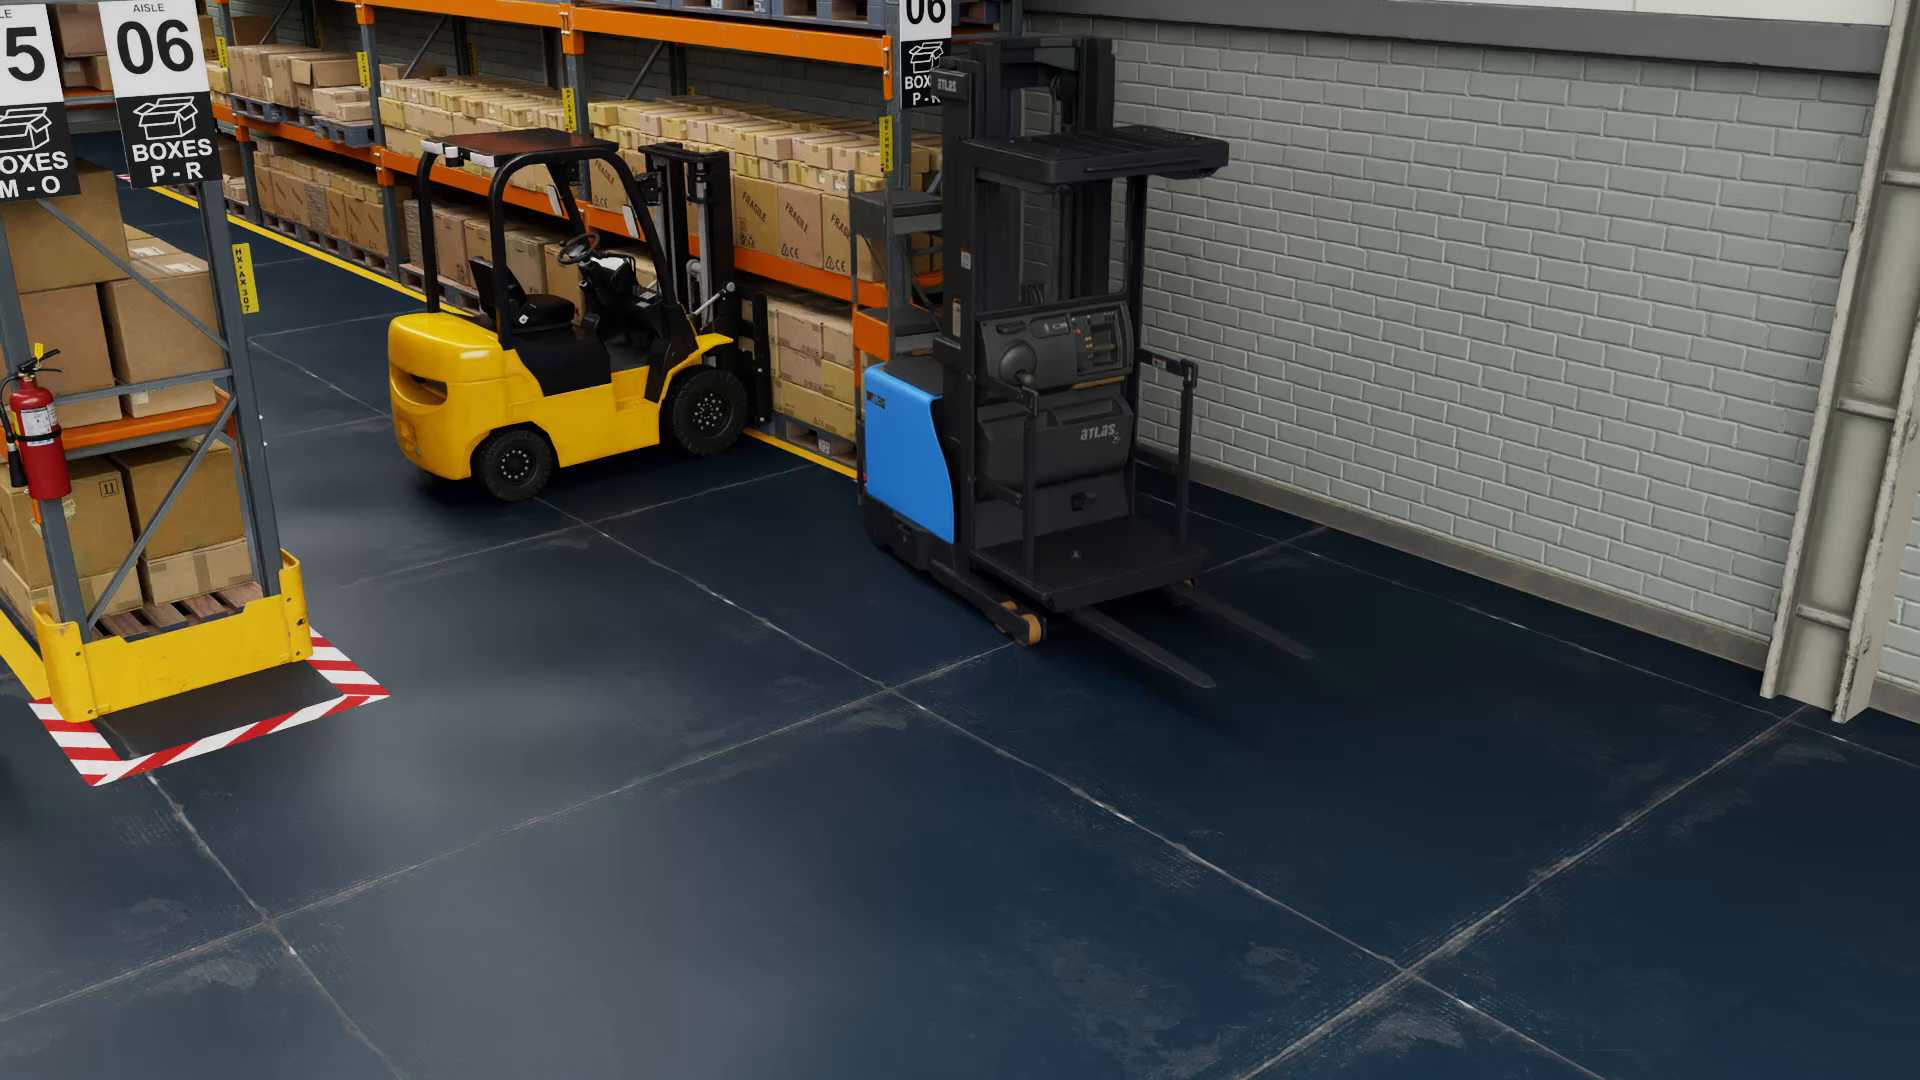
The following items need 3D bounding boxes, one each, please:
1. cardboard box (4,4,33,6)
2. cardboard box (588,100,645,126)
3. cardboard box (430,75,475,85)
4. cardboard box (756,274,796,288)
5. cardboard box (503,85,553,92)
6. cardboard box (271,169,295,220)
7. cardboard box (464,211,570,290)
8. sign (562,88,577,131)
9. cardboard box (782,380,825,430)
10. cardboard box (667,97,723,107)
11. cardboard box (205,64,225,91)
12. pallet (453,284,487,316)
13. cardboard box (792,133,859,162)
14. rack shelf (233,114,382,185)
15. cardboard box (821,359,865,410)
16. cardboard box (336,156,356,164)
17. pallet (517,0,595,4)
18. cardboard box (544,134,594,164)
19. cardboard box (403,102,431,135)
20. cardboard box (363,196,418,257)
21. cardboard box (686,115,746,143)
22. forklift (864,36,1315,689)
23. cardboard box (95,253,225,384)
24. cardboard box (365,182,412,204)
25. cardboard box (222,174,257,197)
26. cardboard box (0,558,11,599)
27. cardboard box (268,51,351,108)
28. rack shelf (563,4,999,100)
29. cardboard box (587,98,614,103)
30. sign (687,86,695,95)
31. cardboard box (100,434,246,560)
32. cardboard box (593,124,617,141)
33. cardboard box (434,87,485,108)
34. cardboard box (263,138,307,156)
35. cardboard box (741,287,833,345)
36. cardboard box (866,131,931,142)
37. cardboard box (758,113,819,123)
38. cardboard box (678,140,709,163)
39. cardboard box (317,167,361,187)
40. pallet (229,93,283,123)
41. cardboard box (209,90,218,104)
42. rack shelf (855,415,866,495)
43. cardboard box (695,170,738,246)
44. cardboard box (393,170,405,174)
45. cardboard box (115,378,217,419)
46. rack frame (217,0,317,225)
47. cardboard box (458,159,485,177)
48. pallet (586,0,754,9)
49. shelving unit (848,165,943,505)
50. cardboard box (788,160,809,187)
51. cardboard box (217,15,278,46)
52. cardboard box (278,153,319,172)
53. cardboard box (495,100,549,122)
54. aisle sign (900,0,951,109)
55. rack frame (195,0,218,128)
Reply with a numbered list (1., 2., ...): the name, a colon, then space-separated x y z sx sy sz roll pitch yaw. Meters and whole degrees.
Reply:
1. cardboard box: -4.320 -2.238 7.269 0.500 0.250 0.500 -18 28 -38
2. cardboard box: -2.652 -3.311 12.891 0.380 0.149 0.250 -17 27 -36
3. cardboard box: -4.881 -4.395 16.066 0.380 0.149 0.250 -16 27 -36
4. cardboard box: -1.171 -1.858 12.437 0.500 0.250 0.500 -18 28 -38
5. cardboard box: -3.951 -4.072 15.242 0.380 0.149 0.250 -18 28 -38
6. cardboard box: -7.357 -3.893 18.662 0.500 0.500 0.500 -18 28 -38
7. cardboard box: -3.977 -2.638 15.286 0.875 0.625 0.625 -19 28 -40
8. sign: -3.040 -3.353 12.954 0.100 0.325 0.005 -17 27 -37
9. cardboard box: -0.888 -0.987 11.586 0.500 0.250 0.500 -17 27 -37
10. cardboard box: -2.066 -3.375 13.053 0.380 0.149 0.250 -18 28 -39
11. cardboard box: -8.713 -5.480 19.659 0.500 0.250 0.500 -17 27 -37
12. pallet: -3.946 -2.216 15.353 1.003 0.211 1.213 -17 27 -37
13. cardboard box: -0.900 -2.627 11.143 0.380 0.149 0.250 -17 27 -37
14. rack shelf: -6.552 -4.306 17.851 1.077 0.370 4.000 -17 27 -37
15. cardboard box: -0.579 -1.086 11.153 0.500 0.250 0.500 -18 28 -38
16. cardboard box: -6.732 -4.204 18.567 0.380 0.149 0.250 -17 27 -36
17. pallet: -3.221 -4.531 13.589 0.805 0.209 1.217 -19 28 -39
18. cardboard box: -3.150 -3.221 13.614 0.500 0.250 0.500 -18 28 -39
19. cardboard box: -4.816 -3.932 15.430 0.500 0.250 0.500 -16 27 -36
20. cardboard box: -5.685 -3.185 16.856 0.500 0.500 0.500 -16 27 -36
21. cardboard box: -1.751 -2.974 12.031 0.380 0.149 0.250 -18 27 -38
22. forklift: 0.627 -1.011 8.545 1.130 2.935 3.031 -13 25 -29
23. cardboard box: -3.881 -1.077 8.076 0.500 0.500 0.500 -18 28 -38
24. cardboard box: -5.761 -3.498 16.764 0.380 0.149 0.250 -19 28 -40
25. cardboard box: -8.677 -4.298 20.019 0.396 0.266 0.258 -16 27 -36
26. cardboard box: -4.846 0.085 8.848 0.500 0.250 0.500 -17 27 -37
27. cardboard box: -6.861 -4.889 17.639 0.700 0.500 0.500 -18 27 -38
28. rack shelf: -1.330 -3.492 11.661 1.077 0.370 4.000 -17 27 -37
29. cardboard box: -3.182 -3.701 14.294 0.380 0.149 0.250 -18 28 -38
30. sign: -2.216 -3.556 13.653 0.100 0.325 0.005 -17 27 -37
31. cardboard box: -4.115 -0.255 8.688 0.500 0.500 0.500 -19 28 -39
32. cardboard box: -2.627 -3.181 12.966 0.380 0.149 0.250 -18 28 -38
33. cardboard box: -4.532 -4.009 15.079 0.380 0.149 0.250 -17 27 -37
34. cardboard box: -7.619 -4.443 18.768 0.380 0.149 0.250 -19 28 -40
35. cardboard box: -1.236 -1.588 11.750 0.500 0.250 0.500 -17 27 -37
36. cardboard box: -0.410 -2.659 11.224 0.380 0.149 0.250 -17 27 -36
37. cardboard box: -1.245 -3.015 12.134 0.380 0.149 0.250 -16 27 -36
38. cardboard box: -1.813 -2.820 12.046 0.380 0.149 0.250 -19 28 -39
39. cardboard box: -6.605 -3.871 17.717 0.380 0.149 0.250 -19 28 -40
40. pallet: -7.418 -4.857 18.535 1.003 0.211 1.213 -17 27 -37
41. cardboard box: -8.631 -5.237 19.587 0.380 0.149 0.250 -17 27 -36
42. rack shelf: -0.352 -0.493 10.319 0.431 0.518 0.480 -12 24 -27
43. cardboard box: -1.547 -2.421 11.916 0.500 0.500 0.500 -17 27 -37
44. cardboard box: -5.834 -3.867 17.706 0.380 0.149 0.250 -19 28 -40
45. cardboard box: -3.847 -0.721 8.057 0.380 0.149 0.250 -17 27 -37
46. rack frame: -7.857 -5.193 19.130 1.000 3.000 0.127 -17 27 -37
47. cardboard box: -4.138 -3.413 14.791 0.500 0.250 0.500 -16 27 -36
48. pallet: -2.059 -4.109 12.370 1.003 0.211 1.213 -17 27 -37
49. shelving unit: -0.357 -1.160 10.063 0.431 2.100 0.503 -12 24 -27
50. cardboard box: -0.928 -2.477 11.168 0.380 0.149 0.250 -18 27 -38
51. cardboard box: -8.628 -6.086 20.179 0.500 0.500 0.500 -18 28 -39
52. cardboard box: -7.409 -4.238 18.654 0.380 0.149 0.250 -19 28 -40
53. cardboard box: -3.724 -3.649 14.160 0.380 0.149 0.250 -18 28 -39
54. aisle sign: -0.204 -3.000 9.967 0.394 0.787 0.004 -17 27 -37
55. rack frame: -10.468 -6.298 21.952 1.000 3.000 0.127 -17 27 -37
